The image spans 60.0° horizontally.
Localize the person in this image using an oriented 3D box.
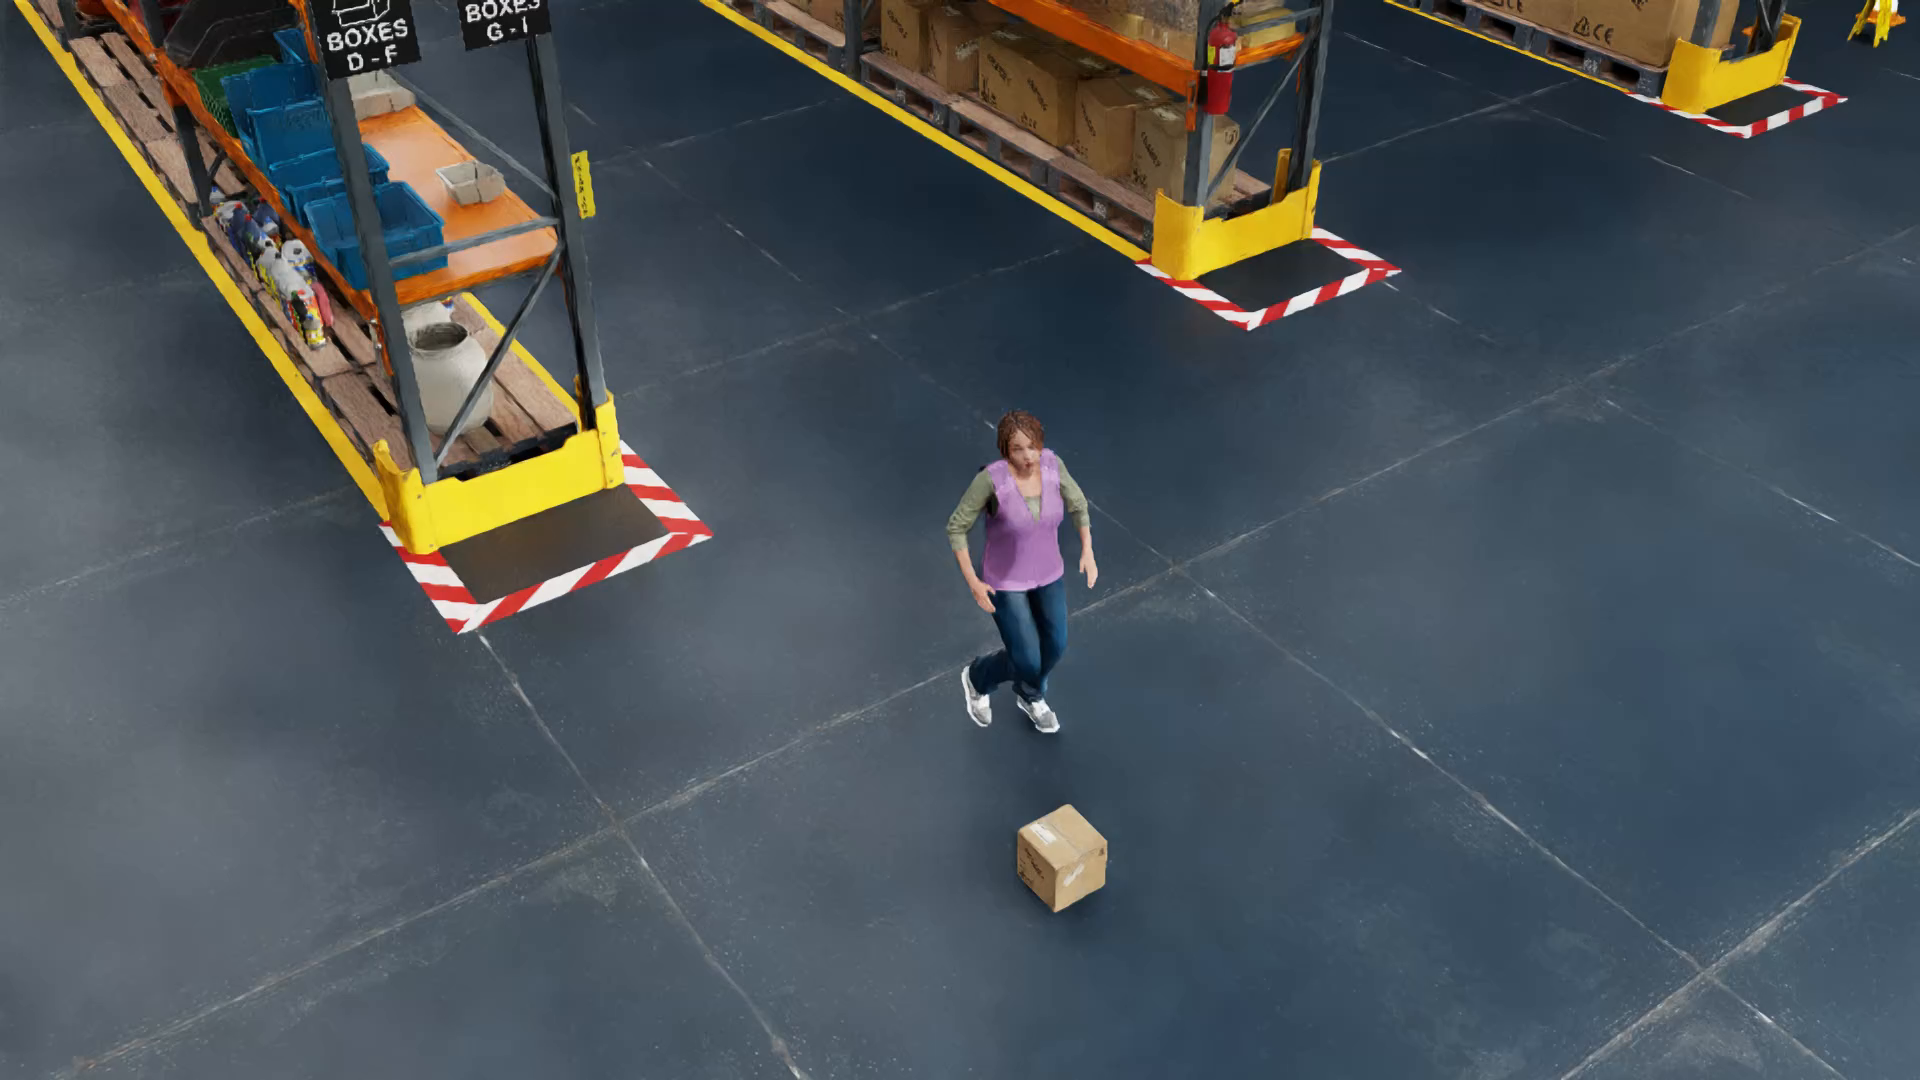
[{"bbox_3d":[0.293,0.171,6.804,0.600,1.572,0.435,-21,42,-25],"label":"person"}]
